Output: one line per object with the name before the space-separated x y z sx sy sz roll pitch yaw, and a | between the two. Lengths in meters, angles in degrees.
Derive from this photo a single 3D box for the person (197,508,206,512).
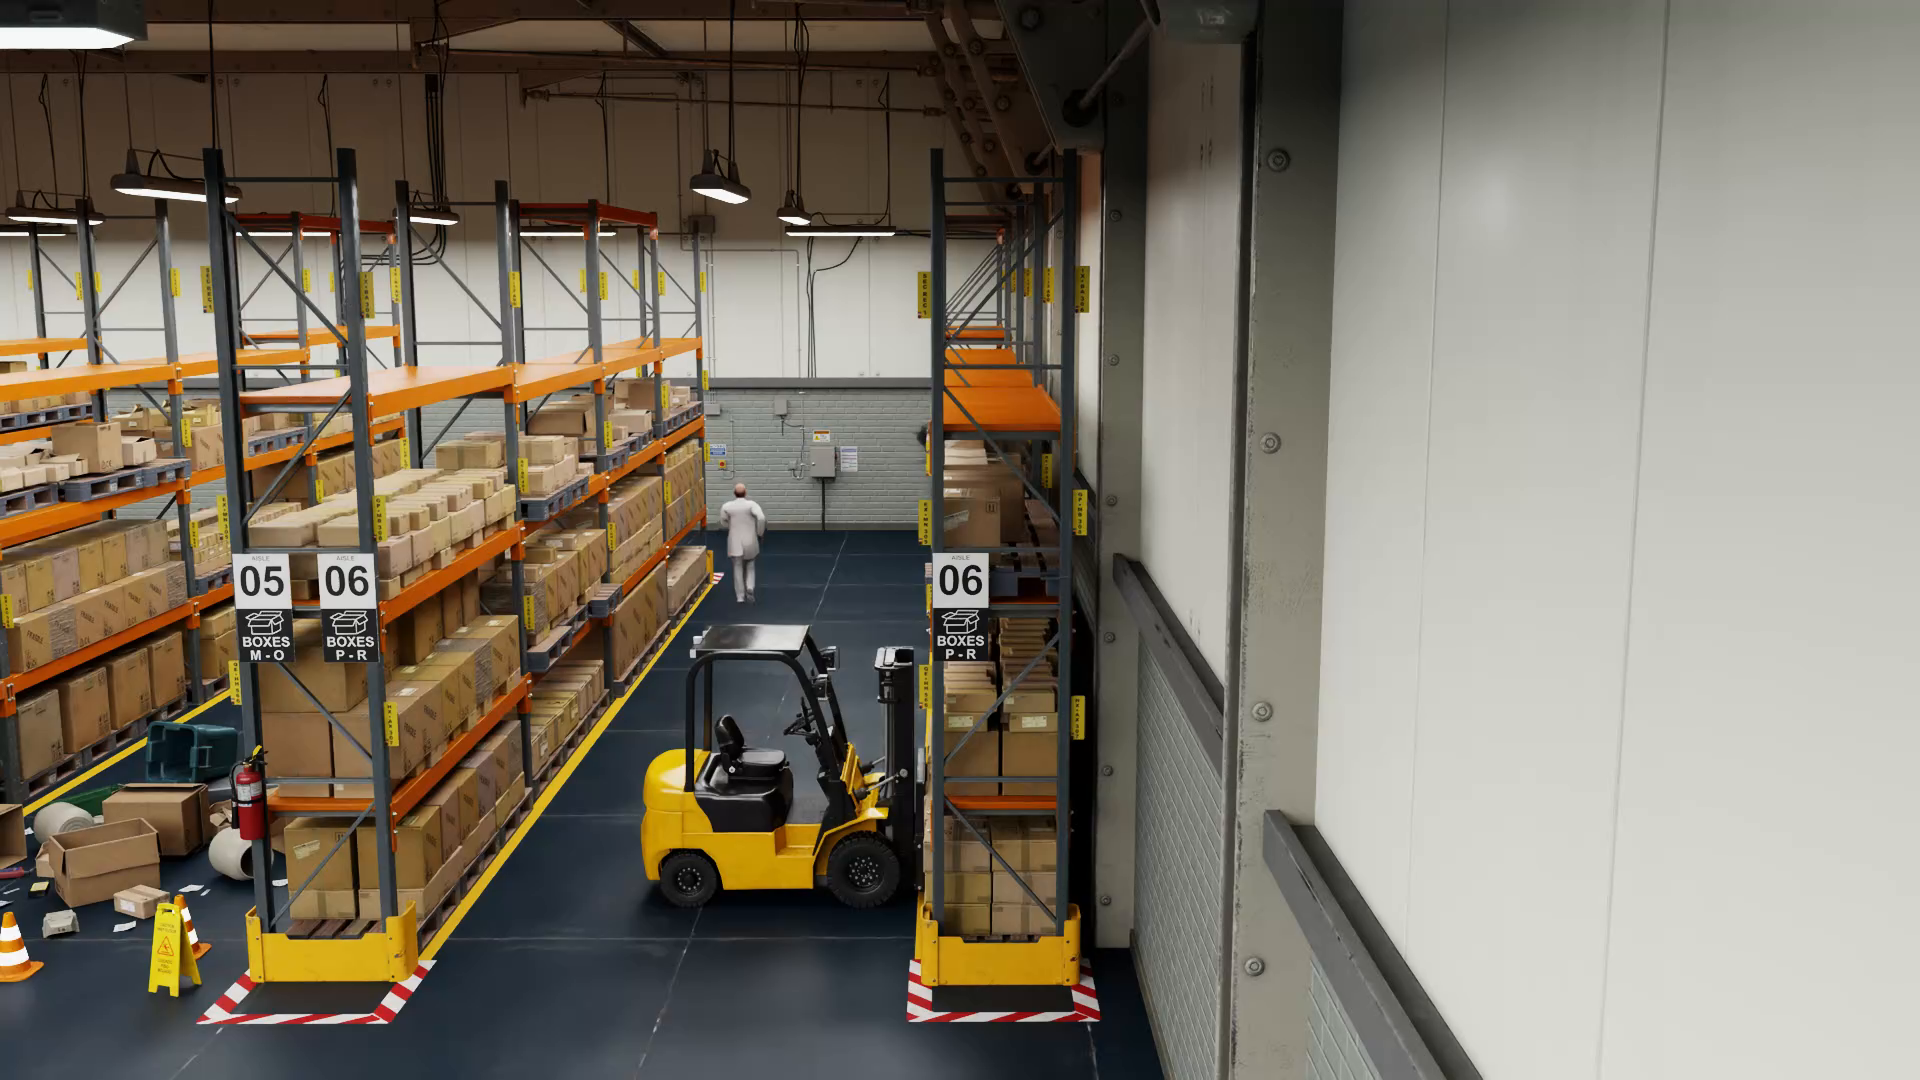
person | -11.426 0.319 25.385 0.585 1.657 0.651 1 9 4

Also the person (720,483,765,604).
person | -3.227 0.066 24.773 0.675 1.843 0.750 -1 9 -6
